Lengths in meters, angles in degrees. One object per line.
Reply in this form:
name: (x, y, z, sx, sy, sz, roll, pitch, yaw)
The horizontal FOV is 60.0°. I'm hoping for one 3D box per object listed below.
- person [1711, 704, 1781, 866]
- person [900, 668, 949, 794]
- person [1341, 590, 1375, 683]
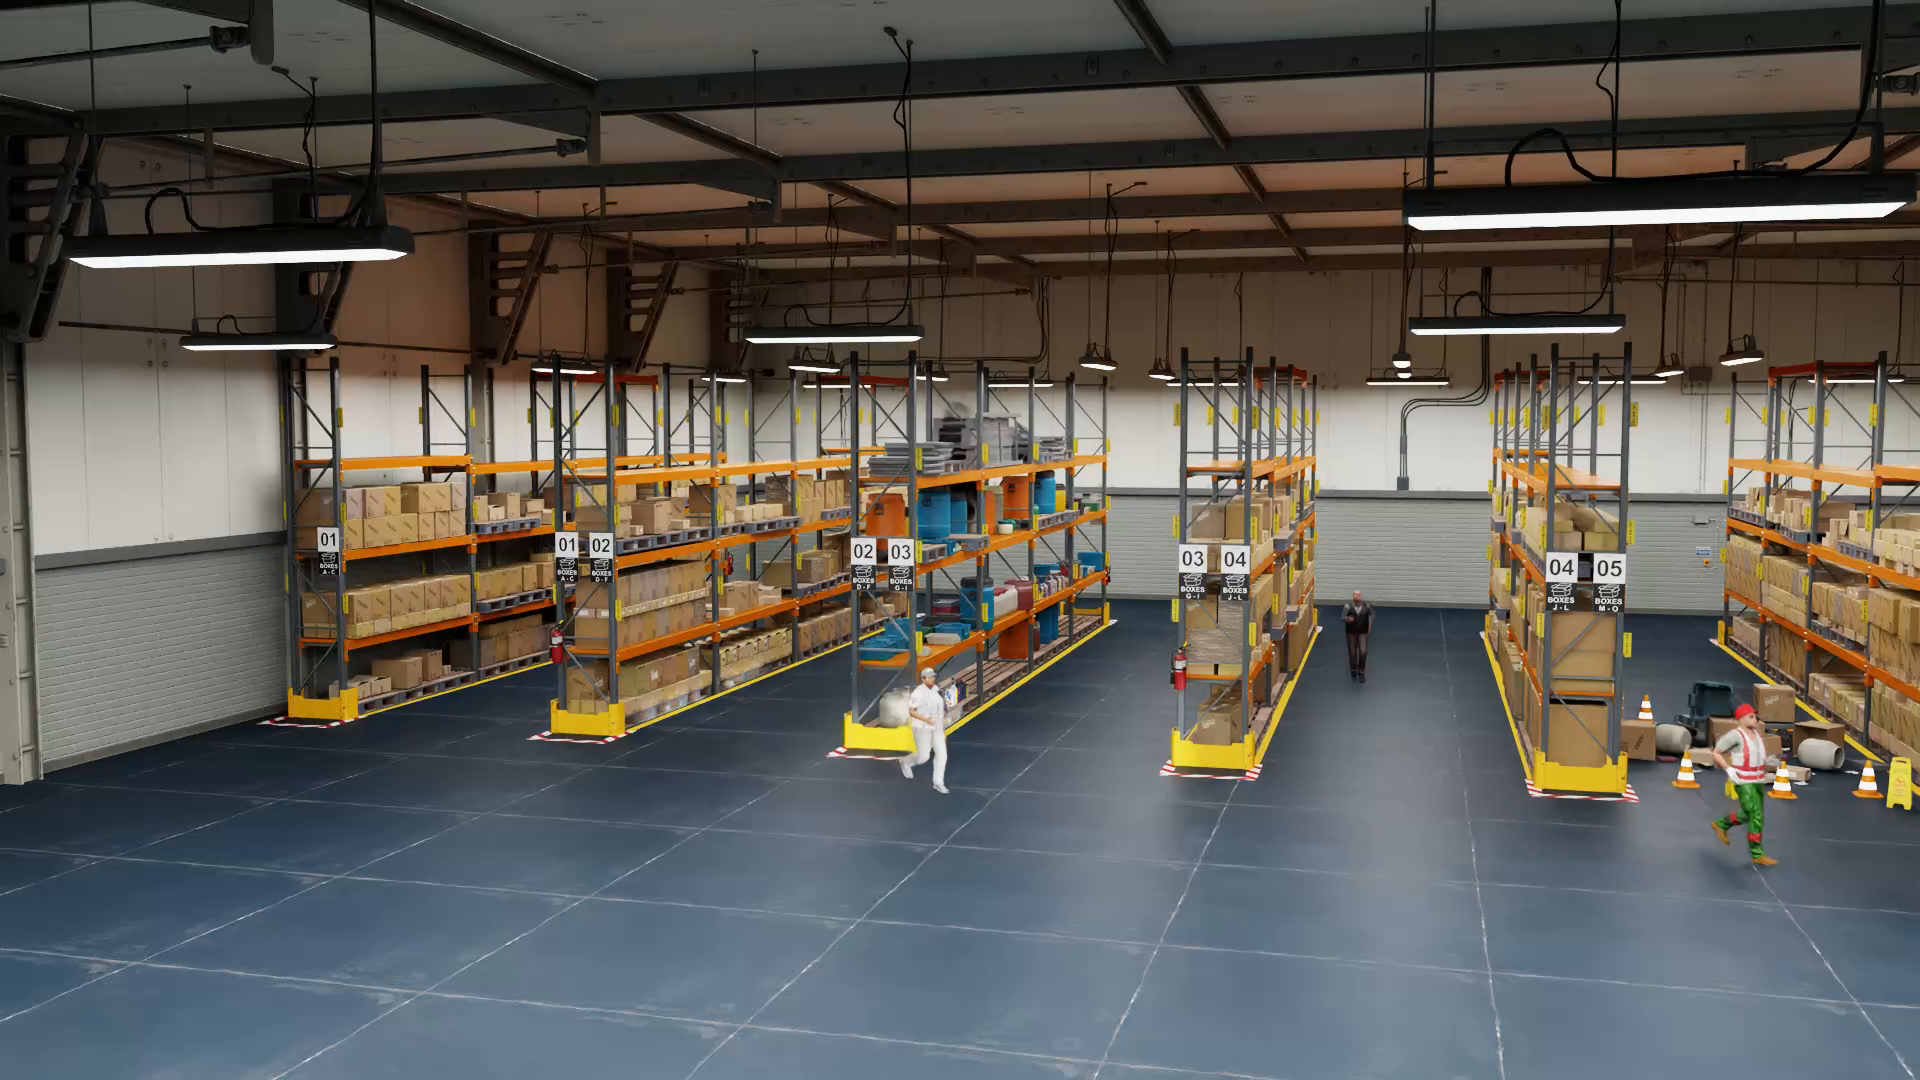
person: (8.878, 2.737, 18.811, 0.670, 1.766, 0.918, -2, 5, -29)
person: (-0.454, 2.556, 22.429, 0.621, 1.668, 0.835, -4, 6, -44)
person: (7.561, 1.827, 31.634, 0.637, 1.763, 0.711, 1, 4, 13)
